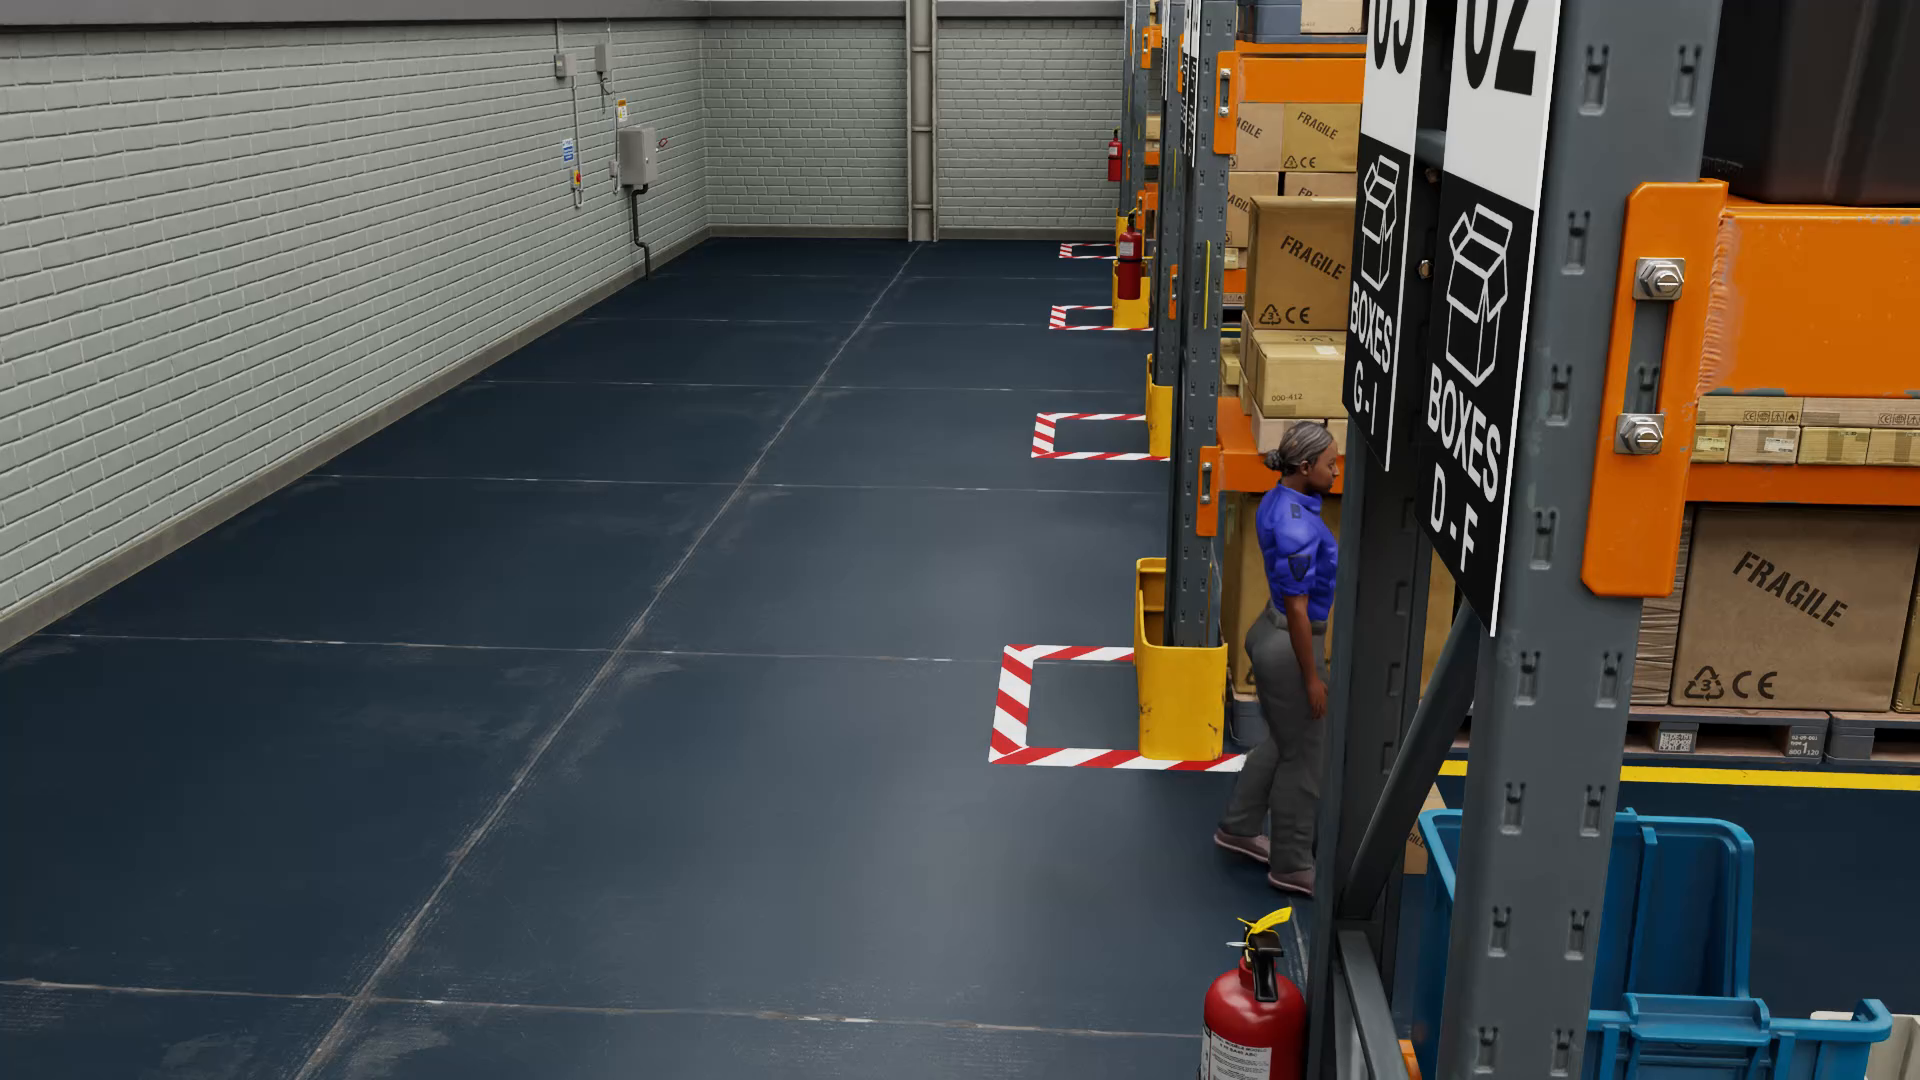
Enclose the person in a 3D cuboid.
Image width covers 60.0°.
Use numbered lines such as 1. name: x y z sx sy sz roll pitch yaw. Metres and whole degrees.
1. person: 1.155 0.406 5.749 0.465 1.671 0.461 1 18 2
